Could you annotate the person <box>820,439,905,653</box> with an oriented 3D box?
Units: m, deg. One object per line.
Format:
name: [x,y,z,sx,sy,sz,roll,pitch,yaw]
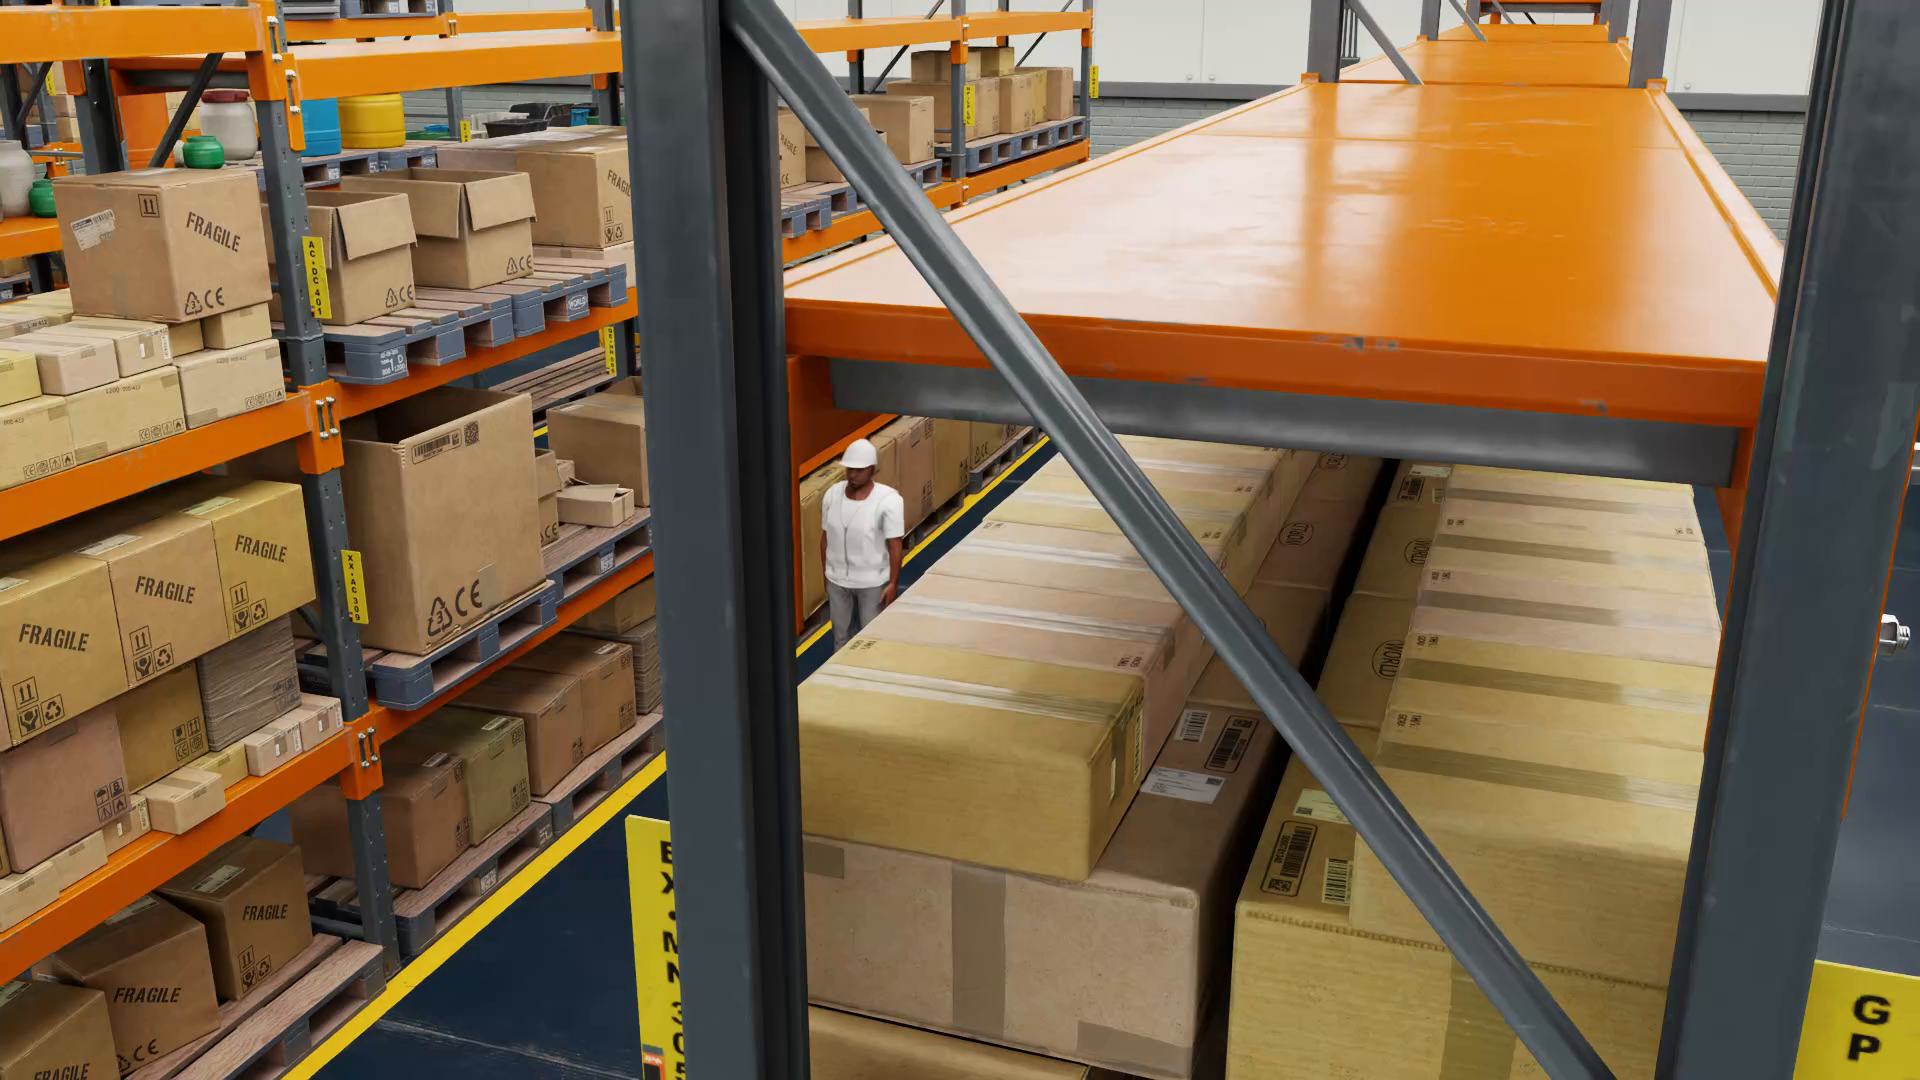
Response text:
person: [-0.620,0.247,10.285,0.563,1.766,0.369,8,20,22]
